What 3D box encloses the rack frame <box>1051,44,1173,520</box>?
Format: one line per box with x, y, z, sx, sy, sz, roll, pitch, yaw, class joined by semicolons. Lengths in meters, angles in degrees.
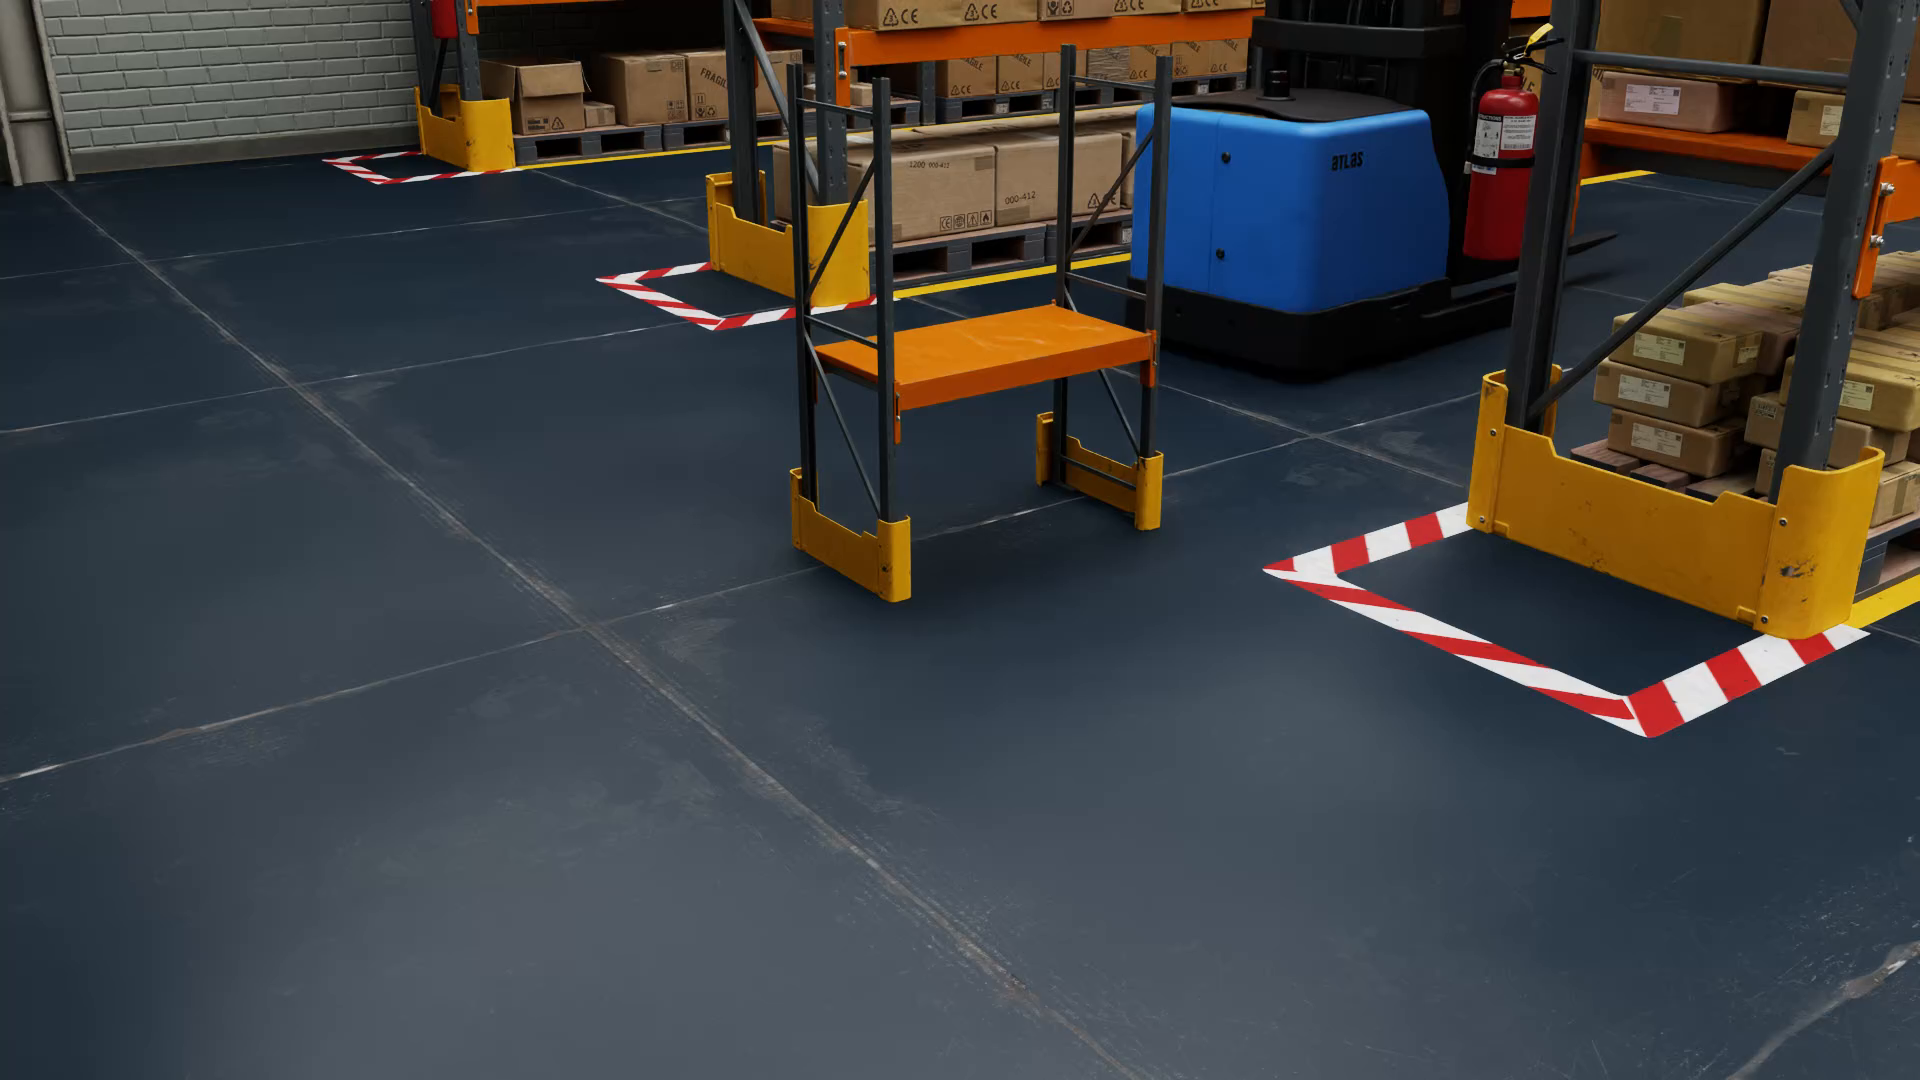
0.482;-0.825;5.440;0.032;1.500;0.500;-15;26;-33;rack frame

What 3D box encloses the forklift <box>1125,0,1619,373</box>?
2.192;-2.516;7.746;3.031;2.935;1.130;-19;28;-39;forklift

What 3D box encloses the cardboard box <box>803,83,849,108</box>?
-1.121;-3.761;13.898;0.258;0.266;0.396;-14;26;-31;cardboard box

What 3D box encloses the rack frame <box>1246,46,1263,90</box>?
2.696;-5.988;16.356;0.127;3.000;1.000;-15;26;-33;rack frame

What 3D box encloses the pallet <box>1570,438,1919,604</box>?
2.819;-0.183;5.571;1.213;0.211;1.003;-15;26;-33;pallet

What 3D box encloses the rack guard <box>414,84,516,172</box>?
-3.736;-3.112;12.521;0.348;0.500;1.175;-15;26;-33;rack guard

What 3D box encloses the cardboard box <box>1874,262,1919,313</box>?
3.444;-0.902;6.086;0.250;0.149;0.380;-16;27;-35;cardboard box

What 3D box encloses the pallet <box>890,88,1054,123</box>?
0.087;-4.015;15.173;1.213;0.211;1.003;-15;26;-33;pallet

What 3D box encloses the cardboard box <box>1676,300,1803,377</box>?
2.596;-0.672;5.510;0.250;0.149;0.380;-14;26;-32;cardboard box

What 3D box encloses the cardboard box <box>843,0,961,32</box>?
-0.339;-2.828;8.302;0.500;0.500;0.500;-15;26;-33;cardboard box

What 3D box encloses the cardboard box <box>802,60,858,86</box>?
-1.225;-3.997;14.426;0.500;0.311;0.500;-14;26;-31;cardboard box

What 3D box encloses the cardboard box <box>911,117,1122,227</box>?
0.319;-2.143;9.609;0.875;0.438;0.875;-14;26;-31;cardboard box

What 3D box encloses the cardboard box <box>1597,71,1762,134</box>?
2.177;-1.336;5.036;0.250;0.149;0.380;-15;26;-33;cardboard box

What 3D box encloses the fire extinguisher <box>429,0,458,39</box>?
-3.647;-3.877;11.672;0.183;0.674;0.296;-15;26;-33;fire extinguisher

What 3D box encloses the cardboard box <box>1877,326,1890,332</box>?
3.172;-0.735;6.070;0.250;0.149;0.380;-14;26;-32;cardboard box

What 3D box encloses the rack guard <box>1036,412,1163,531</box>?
0.466;-0.240;5.662;0.087;0.250;0.587;-15;26;-33;rack guard

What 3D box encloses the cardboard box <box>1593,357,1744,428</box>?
2.339;-0.506;5.496;0.250;0.149;0.380;-16;27;-34;cardboard box

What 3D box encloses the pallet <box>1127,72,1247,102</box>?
2.068;-4.543;16.496;1.213;0.211;1.003;-15;26;-33;pallet

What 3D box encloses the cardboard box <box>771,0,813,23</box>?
-0.659;-2.995;8.719;0.500;0.500;0.500;-15;26;-33;cardboard box

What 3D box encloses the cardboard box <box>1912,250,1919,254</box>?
3.863;-1.009;6.354;0.250;0.149;0.380;-16;27;-35;cardboard box

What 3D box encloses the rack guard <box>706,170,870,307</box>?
-0.915;-1.598;8.726;0.348;0.500;1.175;-15;26;-33;rack guard

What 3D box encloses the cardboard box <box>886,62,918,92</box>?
-0.325;-4.352;15.061;0.500;0.500;0.500;-15;26;-33;cardboard box

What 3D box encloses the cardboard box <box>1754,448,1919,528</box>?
2.689;-0.185;5.092;0.250;0.149;0.380;-14;26;-32;cardboard box

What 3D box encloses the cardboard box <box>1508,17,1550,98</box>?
3.536;-3.194;11.654;0.875;0.875;0.875;-14;26;-31;cardboard box

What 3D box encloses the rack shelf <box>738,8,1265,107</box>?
0.728;-2.863;9.494;4.000;0.370;1.077;-15;26;-33;rack shelf

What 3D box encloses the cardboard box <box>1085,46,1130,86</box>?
1.232;-4.529;15.505;0.500;0.500;0.500;-16;27;-35;cardboard box

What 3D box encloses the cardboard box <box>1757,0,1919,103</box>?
2.603;-1.495;4.561;0.500;0.500;0.500;-14;25;-30;cardboard box

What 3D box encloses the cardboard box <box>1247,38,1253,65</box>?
3.210;-5.211;17.046;0.625;0.625;0.875;-14;26;-31;cardboard box

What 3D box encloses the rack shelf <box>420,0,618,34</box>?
-2.174;-4.355;13.235;4.000;0.370;1.077;-15;26;-33;rack shelf

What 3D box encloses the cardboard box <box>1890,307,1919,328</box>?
3.287;-0.646;5.445;0.250;0.149;0.380;-16;27;-35;cardboard box

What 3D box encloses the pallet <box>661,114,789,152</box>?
-2.100;-3.413;13.666;1.213;0.211;1.003;-15;26;-33;pallet

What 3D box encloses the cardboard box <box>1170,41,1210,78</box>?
2.066;-4.761;16.086;0.500;0.500;0.500;-15;26;-34;cardboard box

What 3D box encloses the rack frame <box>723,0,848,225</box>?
-0.896;-2.764;8.276;0.127;3.000;1.000;-15;26;-33;rack frame

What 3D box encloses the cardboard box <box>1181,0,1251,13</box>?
1.310;-3.273;9.416;0.500;0.500;0.500;-15;26;-34;cardboard box

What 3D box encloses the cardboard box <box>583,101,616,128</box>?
-2.878;-3.312;12.928;0.250;0.149;0.380;-16;27;-35;cardboard box

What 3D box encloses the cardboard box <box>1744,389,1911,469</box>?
2.652;-0.342;5.085;0.250;0.149;0.380;-14;26;-31;cardboard box

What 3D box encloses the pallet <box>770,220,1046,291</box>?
-0.293;-1.666;9.286;1.213;0.211;1.003;-15;26;-33;pallet

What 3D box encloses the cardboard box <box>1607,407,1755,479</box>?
2.383;-0.344;5.492;0.250;0.149;0.380;-14;26;-32;cardboard box

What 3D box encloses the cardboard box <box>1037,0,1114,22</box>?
0.479;-3.051;8.859;0.500;0.500;0.500;-15;26;-33;cardboard box

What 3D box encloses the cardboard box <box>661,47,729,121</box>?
-2.042;-3.652;13.308;0.500;0.500;0.500;-14;26;-32;cardboard box

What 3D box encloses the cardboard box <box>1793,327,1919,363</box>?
2.854;-0.551;5.208;0.250;0.149;0.380;-14;26;-32;cardboard box

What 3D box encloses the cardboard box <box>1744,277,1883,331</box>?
2.980;-0.803;5.839;0.250;0.149;0.380;-16;27;-35;cardboard box

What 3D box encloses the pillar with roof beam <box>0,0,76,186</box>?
-3.999;-5.435;6.876;0.400;9.000;9.100;-15;26;-33;pillar with roof beam

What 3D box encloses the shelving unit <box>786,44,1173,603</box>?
0.062;-0.713;5.160;1.083;1.500;0.587;-15;26;-33;shelving unit

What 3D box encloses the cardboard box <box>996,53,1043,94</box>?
0.400;-4.312;14.961;0.500;0.500;0.500;-15;26;-34;cardboard box
